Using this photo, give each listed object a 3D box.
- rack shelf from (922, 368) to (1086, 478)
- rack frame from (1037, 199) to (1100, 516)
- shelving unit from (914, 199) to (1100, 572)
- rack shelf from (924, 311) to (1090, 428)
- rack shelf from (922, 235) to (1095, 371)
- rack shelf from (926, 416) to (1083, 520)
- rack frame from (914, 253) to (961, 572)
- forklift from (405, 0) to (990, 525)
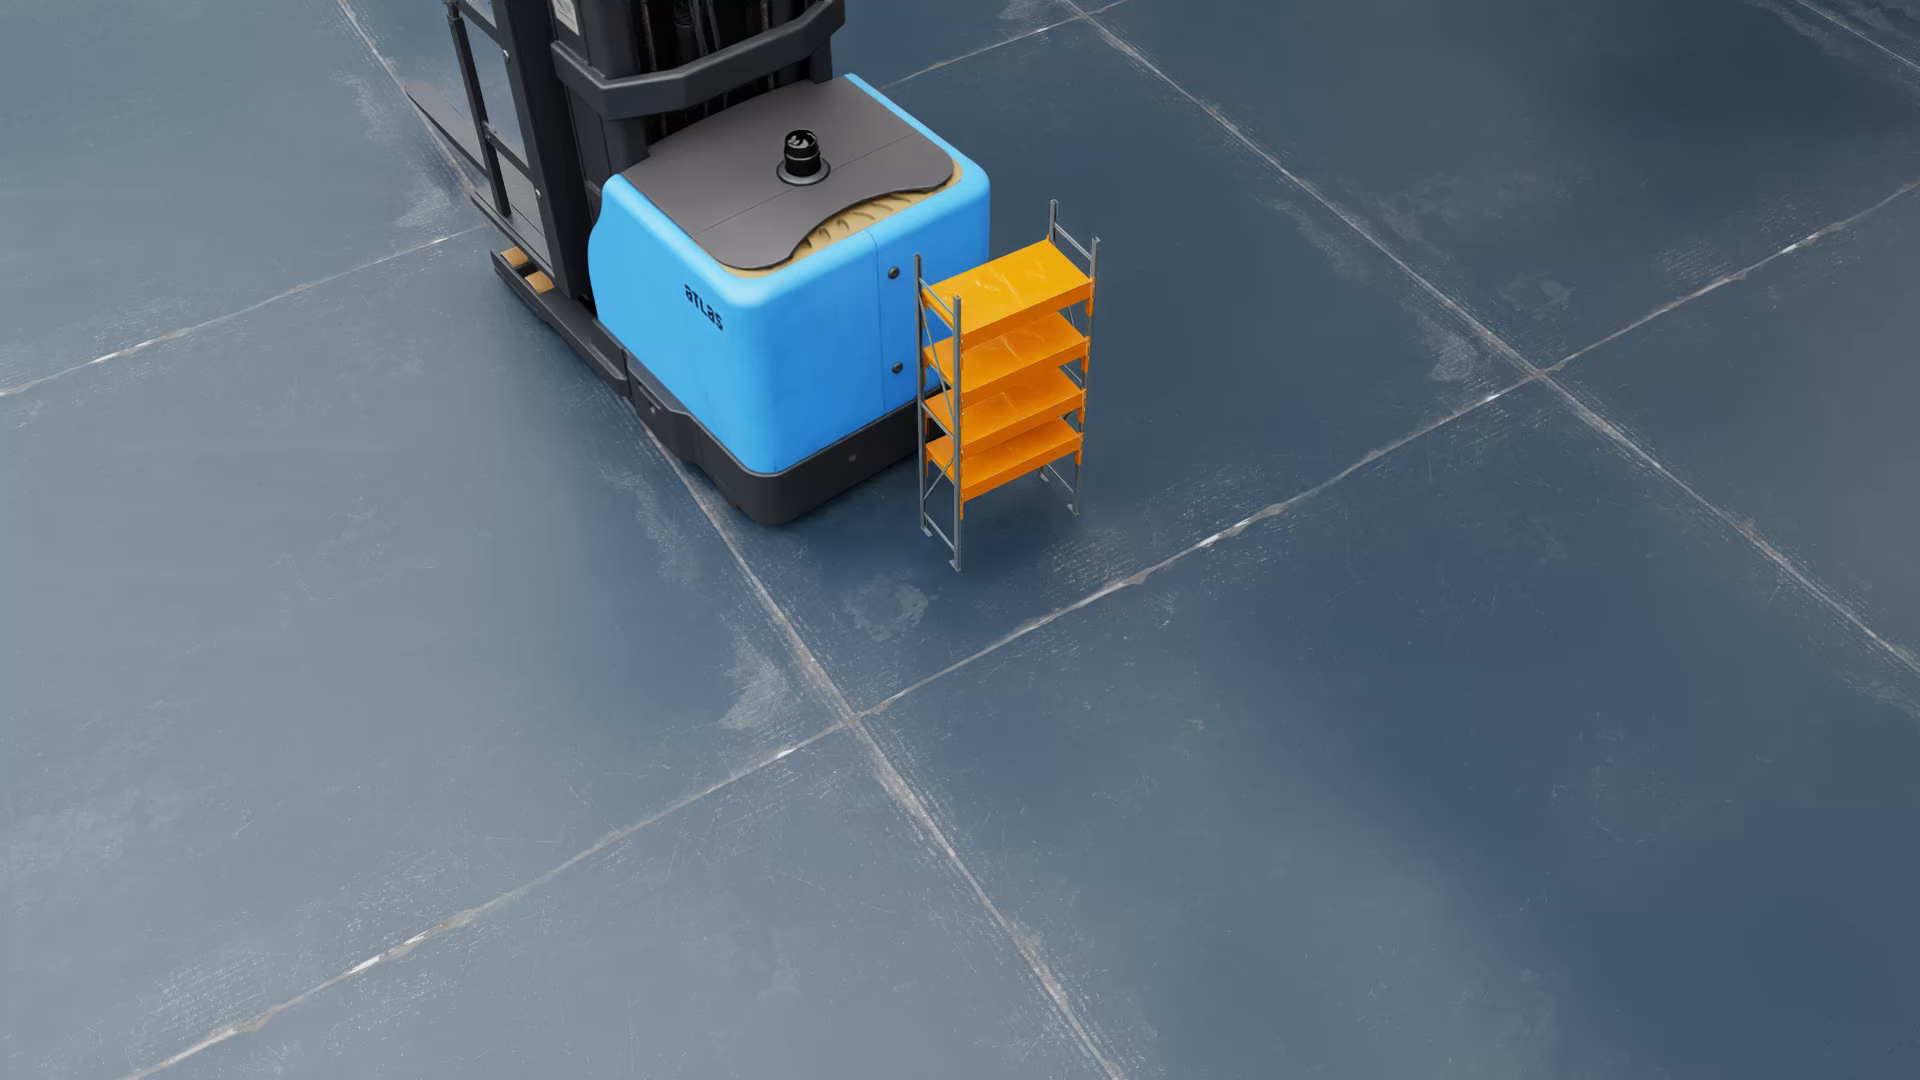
[{"bbox_3d":[0.140,-0.420,5.411,0.480,0.148,0.258,-25,53,-21],"label":"rack shelf"},{"bbox_3d":[0.346,-0.562,5.447,0.015,1.200,0.240,-25,53,-21],"label":"rack frame"},{"bbox_3d":[0.140,-0.465,5.361,0.503,1.200,0.258,-25,53,-21],"label":"shelving unit"},{"bbox_3d":[0.140,-0.569,5.244,0.480,0.148,0.258,-25,53,-21],"label":"rack shelf"},{"bbox_3d":[0.140,-0.726,5.067,0.480,0.148,0.258,-25,53,-21],"label":"rack shelf"},{"bbox_3d":[0.140,-0.288,5.559,0.480,0.148,0.258,-25,53,-21],"label":"rack shelf"},{"bbox_3d":[-0.066,-0.368,5.274,0.015,1.200,0.240,-25,53,-21],"label":"rack frame"},{"bbox_3d":[-1.200,-2.072,5.633,1.130,2.935,3.031,-31,55,-25],"label":"forklift"}]
